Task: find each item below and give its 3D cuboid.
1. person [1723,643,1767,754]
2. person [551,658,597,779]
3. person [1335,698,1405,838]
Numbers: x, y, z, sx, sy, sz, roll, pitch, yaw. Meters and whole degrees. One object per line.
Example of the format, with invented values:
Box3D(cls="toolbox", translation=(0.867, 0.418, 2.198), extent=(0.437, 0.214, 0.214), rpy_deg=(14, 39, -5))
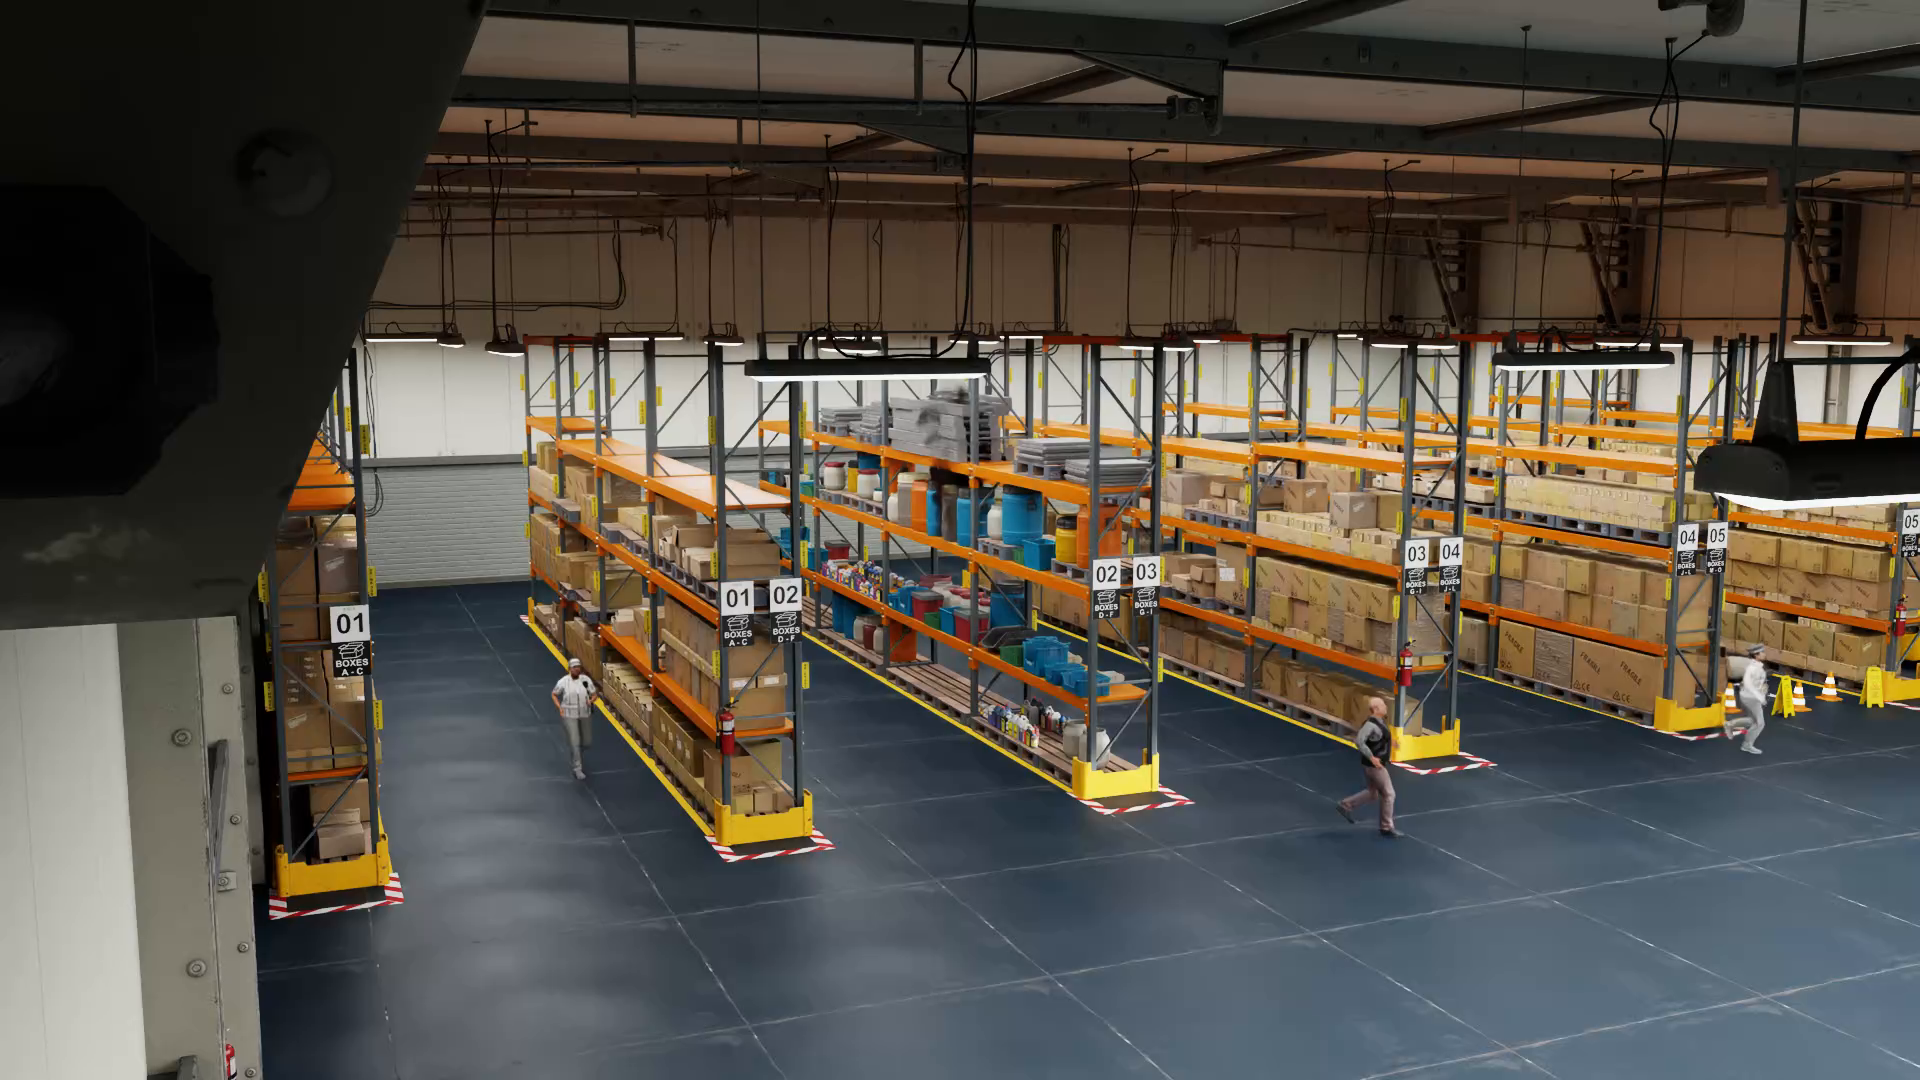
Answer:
Box3D(cls="person", translation=(11.529, 2.301, 24.351), extent=(0.544, 1.647, 0.599), rpy_deg=(4, 9, 28))
Box3D(cls="person", translation=(-5.353, 2.451, 23.161), extent=(0.620, 1.632, 0.803), rpy_deg=(-4, 9, -27))
Box3D(cls="person", translation=(5.068, 2.777, 20.469), extent=(0.850, 1.729, 0.653), rpy_deg=(2, 8, 15))
